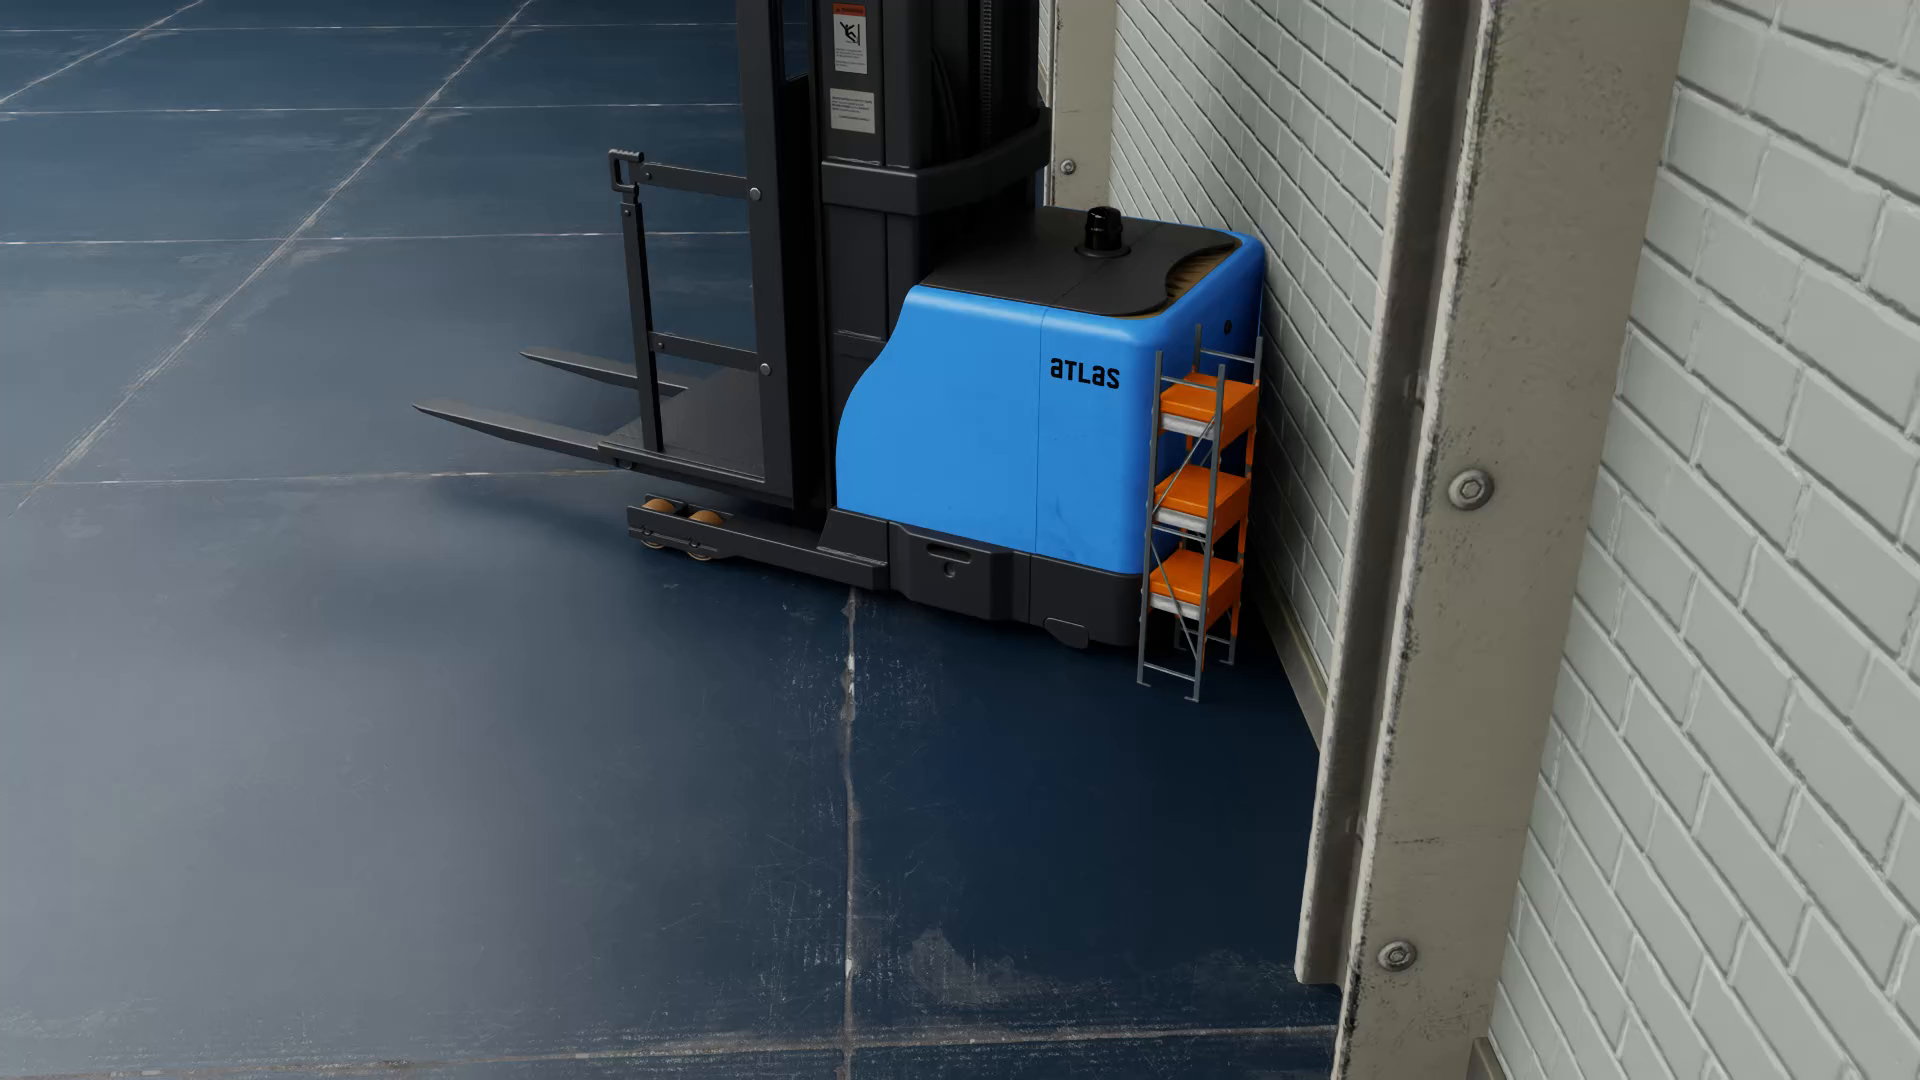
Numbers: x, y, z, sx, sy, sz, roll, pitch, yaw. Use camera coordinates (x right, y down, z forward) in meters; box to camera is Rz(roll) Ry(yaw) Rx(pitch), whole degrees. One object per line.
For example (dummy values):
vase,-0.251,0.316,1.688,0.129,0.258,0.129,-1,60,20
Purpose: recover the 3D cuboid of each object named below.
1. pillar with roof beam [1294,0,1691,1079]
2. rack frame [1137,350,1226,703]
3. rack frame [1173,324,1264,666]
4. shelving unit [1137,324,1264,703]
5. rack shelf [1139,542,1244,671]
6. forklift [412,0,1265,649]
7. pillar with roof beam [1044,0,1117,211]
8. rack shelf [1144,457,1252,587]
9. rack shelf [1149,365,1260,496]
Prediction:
pillar with roof beam,-3.362,-2.810,1.406,9.100,9.000,0.400,-1,28,-3
rack frame,0.611,-0.017,4.647,0.200,1.050,0.008,16,32,29
rack frame,0.743,-0.112,4.829,0.200,1.050,0.008,16,32,29
shelving unit,0.677,-0.064,4.738,0.215,1.050,0.252,16,32,29
rack shelf,0.677,0.191,4.872,0.215,0.259,0.240,16,32,29
forklift,-0.562,-1.432,5.325,3.031,2.935,1.130,13,30,24
pillar with roof beam,-3.675,-5.580,6.719,9.100,9.000,0.400,-1,28,-3
rack shelf,0.677,-0.055,4.743,0.215,0.259,0.240,16,32,29
rack shelf,0.677,-0.307,4.612,0.215,0.259,0.240,16,32,29
